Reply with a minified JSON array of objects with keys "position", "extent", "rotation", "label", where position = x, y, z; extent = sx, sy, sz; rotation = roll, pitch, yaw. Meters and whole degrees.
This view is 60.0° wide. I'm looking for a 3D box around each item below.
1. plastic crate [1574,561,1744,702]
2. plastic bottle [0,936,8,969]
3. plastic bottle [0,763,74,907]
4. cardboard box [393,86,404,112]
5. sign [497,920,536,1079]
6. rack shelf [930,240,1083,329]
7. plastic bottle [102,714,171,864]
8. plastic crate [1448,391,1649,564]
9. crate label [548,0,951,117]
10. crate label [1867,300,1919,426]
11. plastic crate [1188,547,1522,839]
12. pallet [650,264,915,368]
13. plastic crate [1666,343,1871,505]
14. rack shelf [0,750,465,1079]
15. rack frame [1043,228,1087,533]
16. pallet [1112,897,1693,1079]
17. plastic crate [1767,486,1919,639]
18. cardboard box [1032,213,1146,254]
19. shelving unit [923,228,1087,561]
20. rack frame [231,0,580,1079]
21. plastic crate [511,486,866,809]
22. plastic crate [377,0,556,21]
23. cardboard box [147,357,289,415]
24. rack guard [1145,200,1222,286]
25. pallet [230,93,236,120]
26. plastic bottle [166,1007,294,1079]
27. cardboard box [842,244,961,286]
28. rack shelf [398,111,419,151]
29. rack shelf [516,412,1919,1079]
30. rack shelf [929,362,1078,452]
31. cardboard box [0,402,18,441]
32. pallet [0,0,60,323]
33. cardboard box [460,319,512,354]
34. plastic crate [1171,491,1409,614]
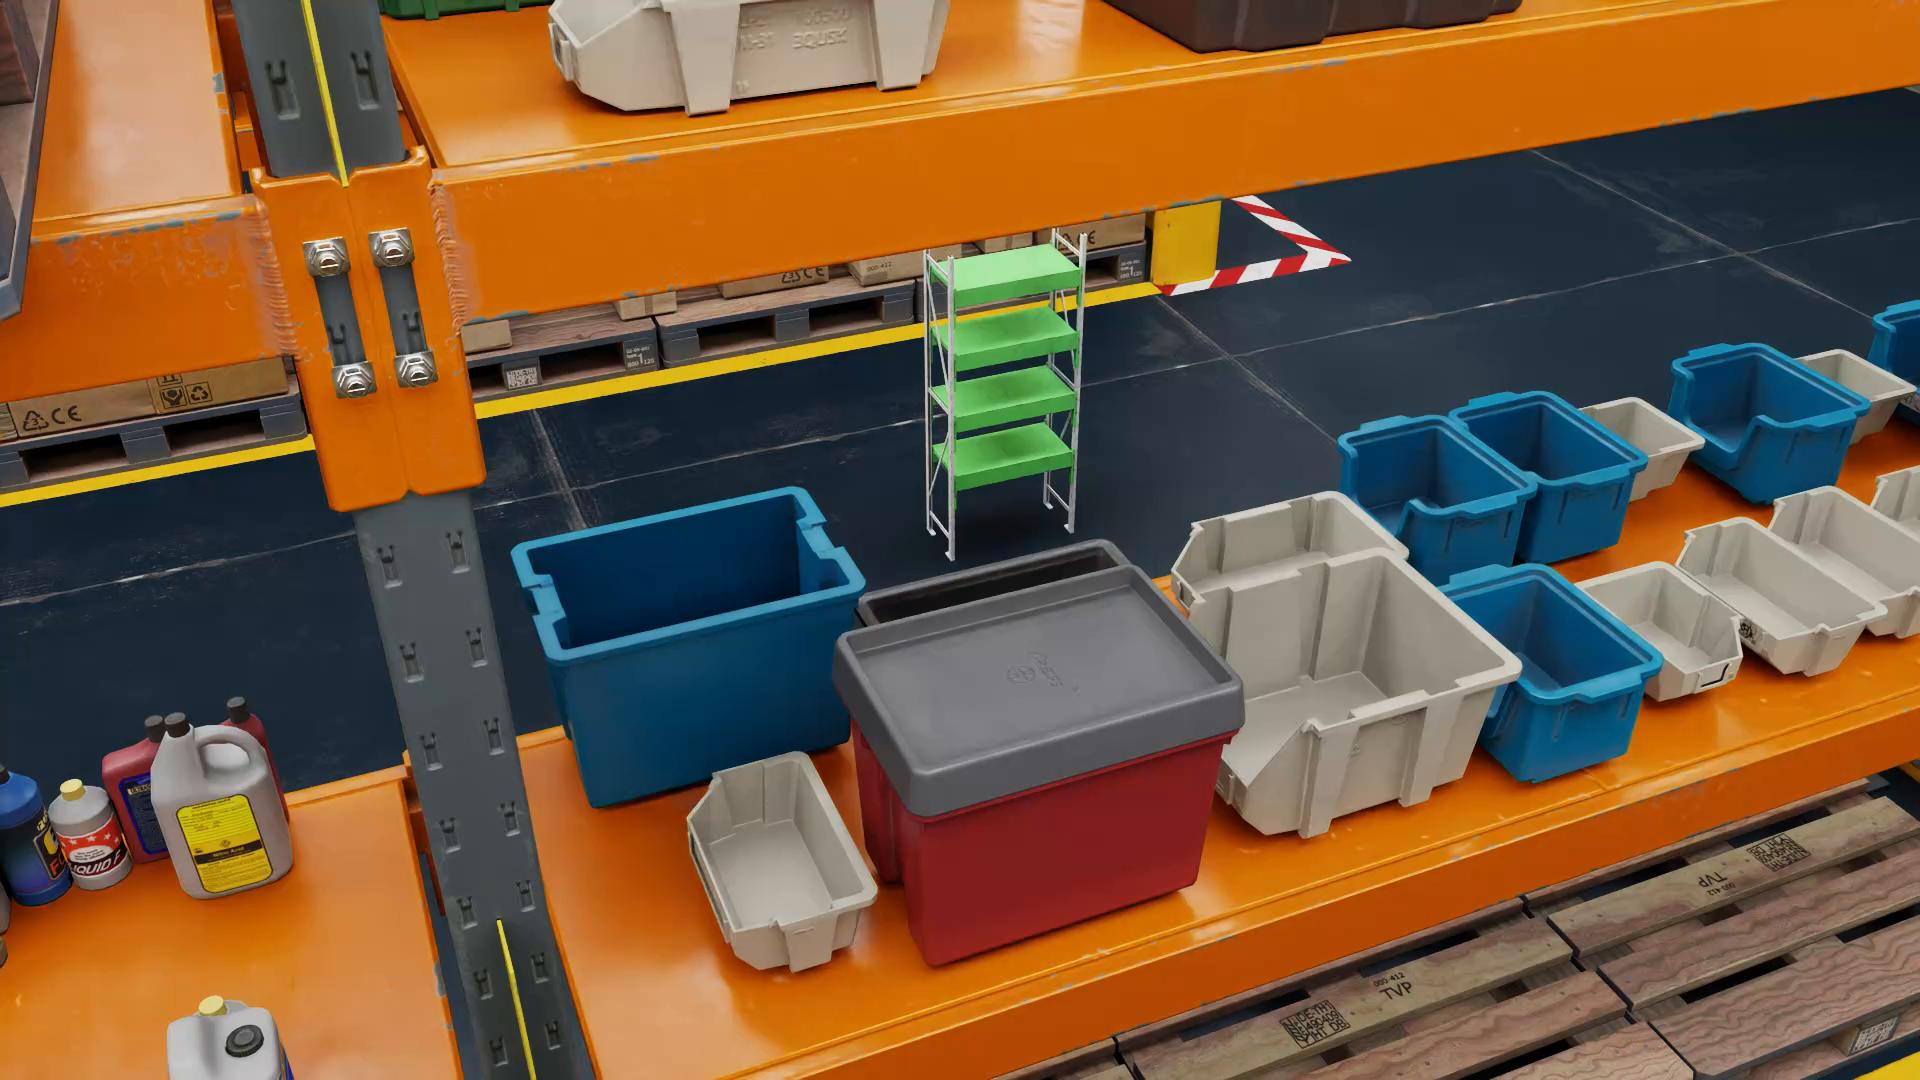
[{"position":[1.422,0.199,3.381],"extent":[0.250,0.136,0.298],"rotation":[-13,35,-19],"label":"plastic crate"},{"position":[-1.644,0.623,2.724],"extent":[0.097,0.201,0.097],"rotation":[0,33,0],"label":"plastic bottle"},{"position":[-1.614,0.497,2.854],"extent":[0.097,0.271,0.097],"rotation":[0,33,0],"label":"plastic bottle"},{"position":[-2.137,-2.006,6.492],"extent":[0.500,0.500,0.500],"rotation":[-12,35,-18],"label":"cardboard box"},{"position":[-0.587,0.659,2.234],"extent":[0.005,0.325,0.100],"rotation":[-13,35,-19],"label":"sign"},{"position":[0.153,-0.887,5.750],"extent":[0.480,0.148,0.258],"rotation":[-13,35,-19],"label":"rack shelf"},{"position":[-1.425,0.438,2.934],"extent":[0.133,0.283,0.061],"rotation":[-13,35,-19],"label":"plastic bottle"},{"position":[1.321,-0.137,3.809],"extent":[0.300,0.233,0.416],"rotation":[-13,35,-19],"label":"plastic crate"},{"position":[-0.235,-0.607,1.924],"extent":[0.466,0.136,0.293],"rotation":[-13,35,-19],"label":"crate label"},{"position":[2.535,-0.415,4.236],"extent":[0.303,0.233,0.416],"rotation":[-13,35,-19],"label":"crate label"},{"position":[0.681,0.292,3.104],"extent":[0.530,0.282,0.437],"rotation":[-13,35,-19],"label":"plastic crate"},{"position":[-0.952,-1.229,7.946],"extent":[1.213,0.211,1.003],"rotation":[-13,35,-19],"label":"pallet"},{"position":[1.928,-0.276,4.023],"extent":[0.300,0.233,0.416],"rotation":[-13,35,-19],"label":"plastic crate"},{"position":[-2.642,1.221,2.282],"extent":[4.000,0.370,1.077],"rotation":[-13,35,-19],"label":"rack shelf"},{"position":[0.378,-0.589,6.056],"extent":[0.015,1.200,0.240],"rotation":[-13,35,-19],"label":"rack frame"},{"position":[0.991,1.232,4.163],"extent":[1.213,0.211,1.003],"rotation":[-13,35,-19],"label":"pallet"},{"position":[1.935,0.056,3.601],"extent":[0.243,0.136,0.396],"rotation":[-13,35,-19],"label":"plastic crate"},{"position":[0.570,-1.736,8.057],"extent":[0.500,0.500,0.500],"rotation":[-13,35,-19],"label":"cardboard box"},{"position":[0.153,-0.538,5.976],"extent":[0.503,1.200,0.258],"rotation":[-13,35,-19],"label":"shelving unit"},{"position":[-0.797,0.499,2.732],"extent":[0.053,2.616,0.949],"rotation":[-13,35,-19],"label":"rack frame"},{"position":[-0.500,0.209,3.138],"extent":[0.575,0.384,0.392],"rotation":[-13,35,-19],"label":"plastic crate"},{"position":[-0.525,-0.912,2.346],"extent":[0.662,0.188,0.450],"rotation":[-13,35,-19],"label":"plastic crate"},{"position":[-3.056,-0.882,6.744],"extent":[0.500,0.500,0.500],"rotation":[-13,35,-19],"label":"cardboard box"},{"position":[0.906,-1.775,8.519],"extent":[0.348,0.500,1.175],"rotation":[-13,35,-19],"label":"rack guard"},{"position":[-3.491,-1.800,6.442],"extent":[1.213,0.211,1.003],"rotation":[-13,35,-19],"label":"pallet"},{"position":[-1.037,0.795,2.391],"extent":[0.135,0.276,0.152],"rotation":[-13,35,-19],"label":"plastic bottle"},{"position":[-0.318,-1.446,7.840],"extent":[0.500,0.250,0.500],"rotation":[-13,35,-19],"label":"cardboard box"},{"position":[-0.868,-2.115,7.409],"extent":[4.000,0.370,1.077],"rotation":[-13,35,-19],"label":"rack shelf"},{"position":[1.046,0.377,3.580],"extent":[4.000,0.370,1.077],"rotation":[-13,35,-19],"label":"rack shelf"},{"position":[0.153,-0.484,6.011],"extent":[0.480,0.148,0.258],"rotation":[-13,35,-19],"label":"rack shelf"},{"position":[-3.978,-0.677,6.428],"extent":[0.500,0.500,0.500],"rotation":[-12,35,-18],"label":"cardboard box"},{"position":[-1.483,-0.466,1.638],"extent":[1.003,0.211,1.213],"rotation":[-13,35,-19],"label":"pallet"},{"position":[-2.242,-1.031,7.146],"extent":[0.500,0.311,0.500],"rotation":[-13,35,-19],"label":"cardboard box"},{"position":[0.691,0.064,3.588],"extent":[0.466,0.136,0.293],"rotation":[-13,35,-19],"label":"plastic crate"}]
